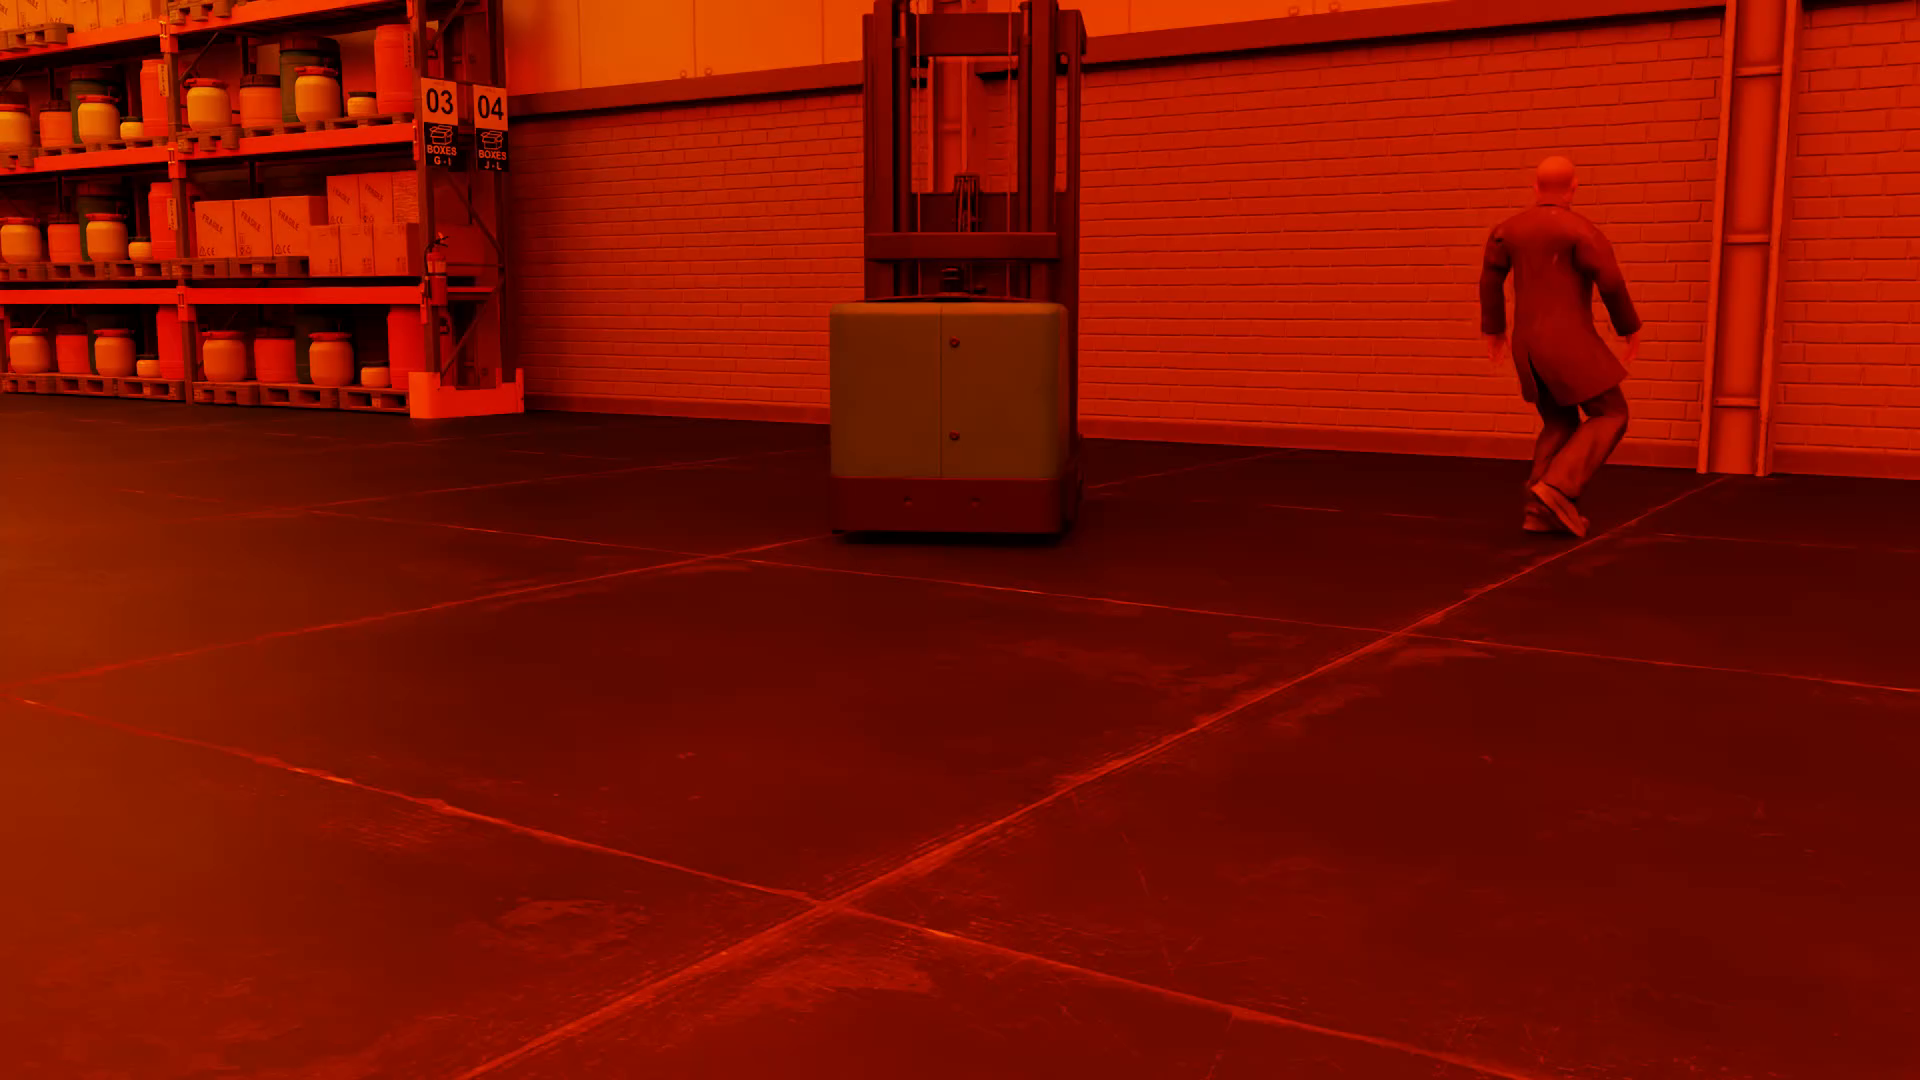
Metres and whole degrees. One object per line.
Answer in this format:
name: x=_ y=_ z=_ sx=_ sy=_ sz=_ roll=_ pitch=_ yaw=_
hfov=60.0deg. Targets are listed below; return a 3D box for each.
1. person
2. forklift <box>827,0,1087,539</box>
person: x=2.774 y=-0.895 z=7.759 sx=0.508 sy=1.749 sz=0.796 roll=-3 pitch=9 yaw=-19
forklift: x=0.086 y=-1.595 z=8.632 sx=1.129 sy=2.867 sz=3.031 roll=1 pitch=8 yaw=6
